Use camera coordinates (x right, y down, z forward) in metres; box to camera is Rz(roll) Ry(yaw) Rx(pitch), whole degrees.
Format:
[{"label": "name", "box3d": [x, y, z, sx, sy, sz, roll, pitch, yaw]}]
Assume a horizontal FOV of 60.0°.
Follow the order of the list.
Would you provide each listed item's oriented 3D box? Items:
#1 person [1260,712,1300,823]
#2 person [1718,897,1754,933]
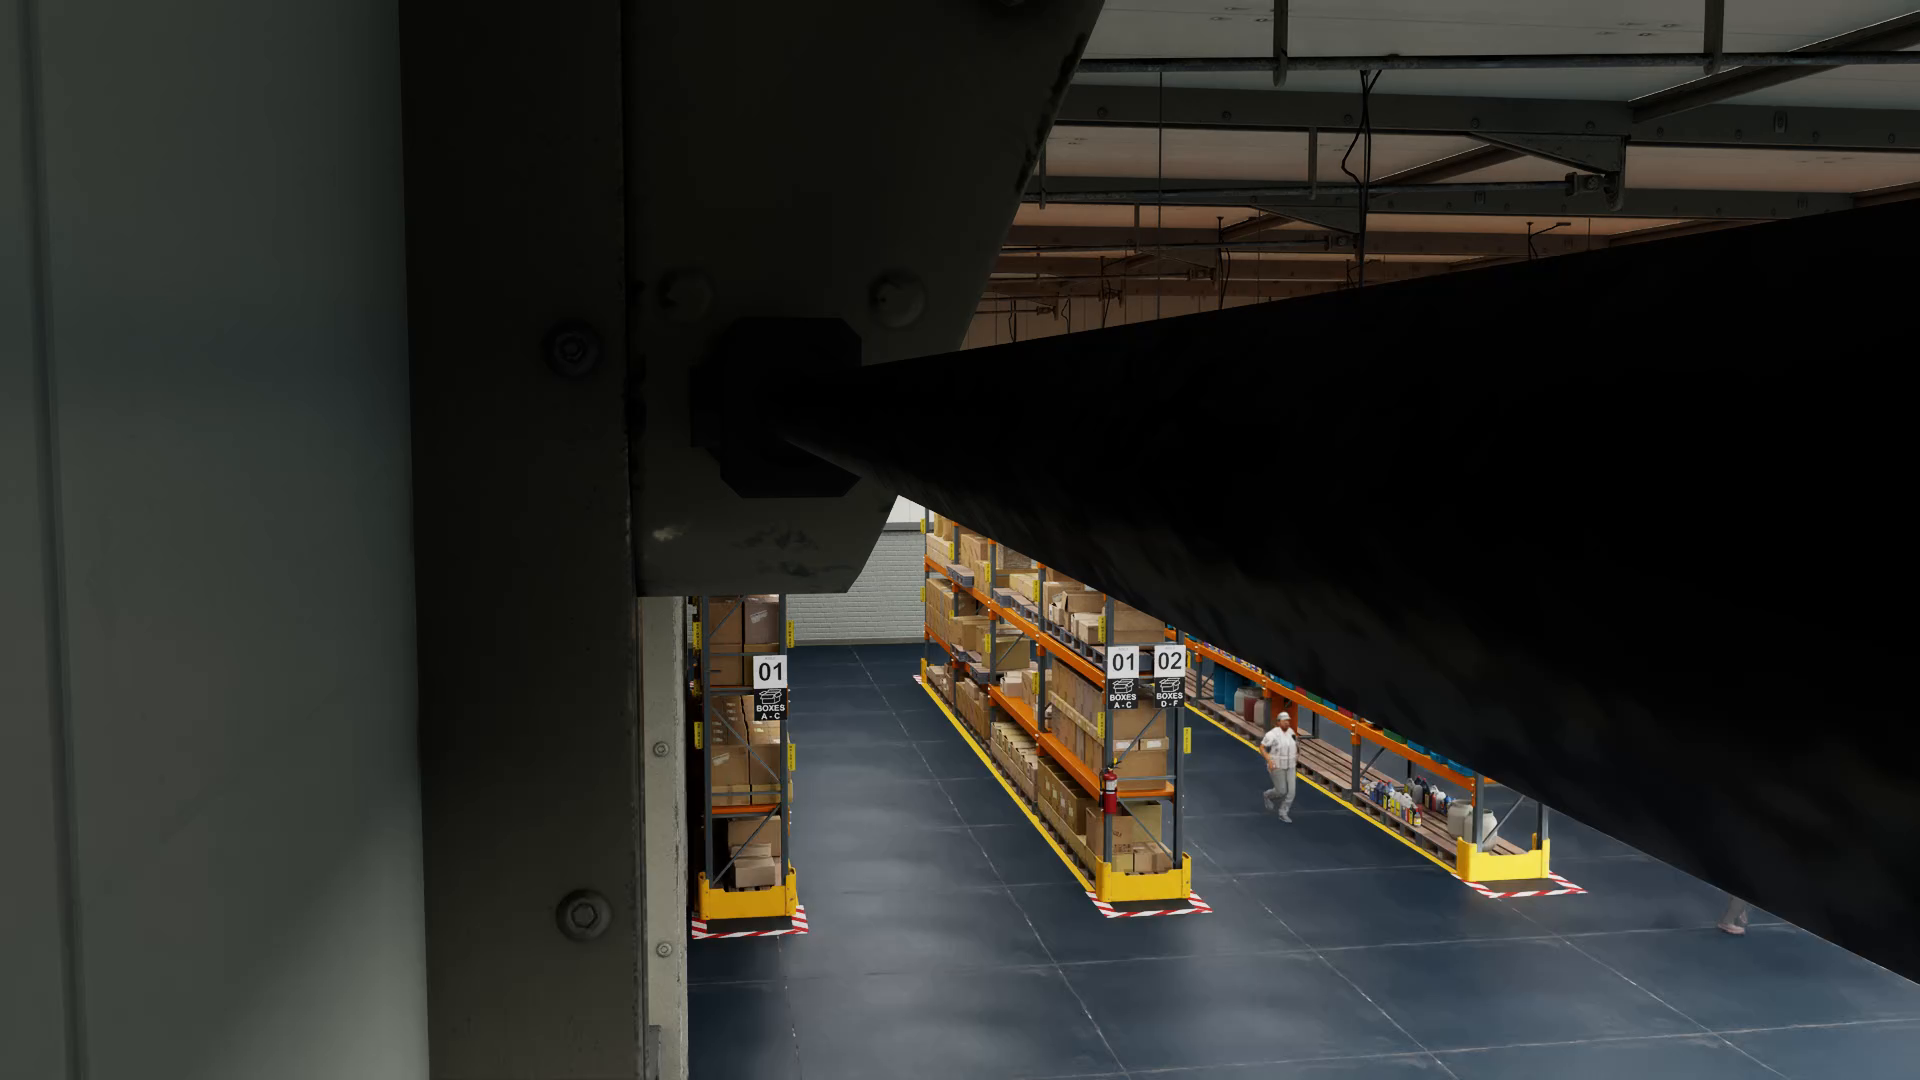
[{"label": "person", "box3d": [4.770, 3.352, 24.683, 0.622, 1.620, 0.566, -2, 5, -20]}, {"label": "person", "box3d": [9.306, 3.808, 19.471, 0.730, 1.608, 0.594, 3, 6, 28]}]
